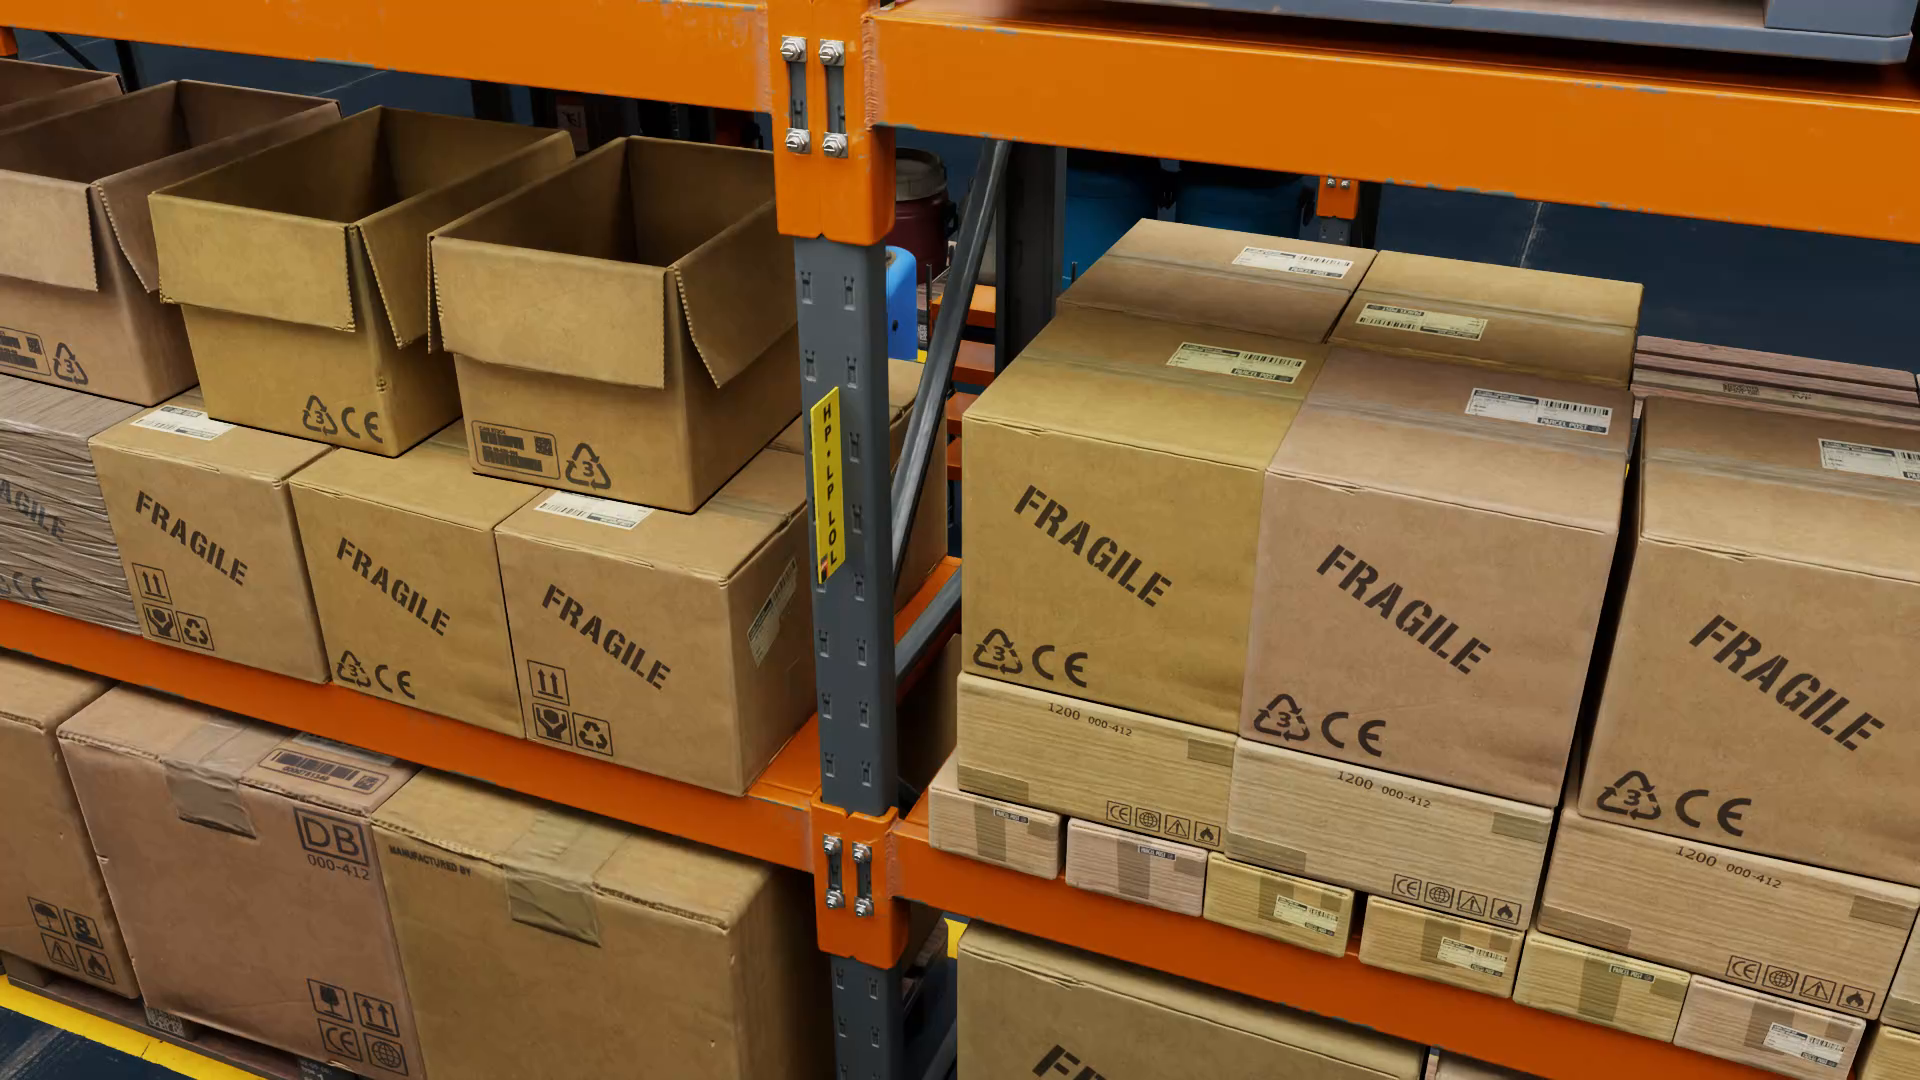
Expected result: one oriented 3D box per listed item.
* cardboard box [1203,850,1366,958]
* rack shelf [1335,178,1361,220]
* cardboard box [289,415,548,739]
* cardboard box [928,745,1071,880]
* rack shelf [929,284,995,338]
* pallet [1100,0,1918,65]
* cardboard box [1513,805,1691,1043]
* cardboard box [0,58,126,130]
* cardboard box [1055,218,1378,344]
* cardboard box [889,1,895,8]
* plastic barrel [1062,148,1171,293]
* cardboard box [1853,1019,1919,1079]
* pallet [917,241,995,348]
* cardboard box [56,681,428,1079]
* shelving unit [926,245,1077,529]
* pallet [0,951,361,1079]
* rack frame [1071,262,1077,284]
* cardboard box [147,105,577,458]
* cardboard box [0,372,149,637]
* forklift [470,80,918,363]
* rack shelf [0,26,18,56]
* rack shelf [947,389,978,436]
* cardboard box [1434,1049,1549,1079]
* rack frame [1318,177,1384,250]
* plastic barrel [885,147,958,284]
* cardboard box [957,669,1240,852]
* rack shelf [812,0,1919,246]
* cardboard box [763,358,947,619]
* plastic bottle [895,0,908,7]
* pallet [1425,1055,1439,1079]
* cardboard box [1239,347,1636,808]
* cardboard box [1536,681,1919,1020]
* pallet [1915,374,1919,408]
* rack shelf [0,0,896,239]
[{"bbox_3d":[0.615,0.544,2.994,0.250,0.149,0.380,12,32,21],"label":"cardboard box"},{"bbox_3d":[3.694,-1.444,6.987,4.000,0.370,1.077,11,31,19],"label":"rack shelf"},{"bbox_3d":[-1.014,0.031,3.544,0.500,0.500,0.500,12,32,21],"label":"cardboard box"},{"bbox_3d":[0.127,0.447,3.165,0.250,0.149,0.380,11,31,19],"label":"cardboard box"},{"bbox_3d":[0.153,-0.834,6.207,0.480,0.148,0.258,11,31,19],"label":"rack shelf"},{"bbox_3d":[0.733,-0.980,2.476,1.213,0.211,1.003,11,31,19],"label":"pallet"},{"bbox_3d":[1.097,0.639,2.826,0.250,0.149,0.380,11,31,18],"label":"cardboard box"},{"bbox_3d":[-2.454,-0.824,4.039,0.637,0.503,0.797,12,32,20],"label":"cardboard box"},{"bbox_3d":[0.505,-0.296,3.313,0.500,0.500,0.500,12,32,21],"label":"cardboard box"},{"bbox_3d":[-0.578,-4.339,13.176,0.500,0.311,0.500,12,32,20],"label":"cardboard box"},{"bbox_3d":[0.687,-1.636,8.301,0.708,0.901,0.600,11,31,19],"label":"plastic barrel"},{"bbox_3d":[1.572,0.735,2.657,0.250,0.149,0.380,10,31,18],"label":"cardboard box"},{"bbox_3d":[0.007,-1.300,8.835,1.213,0.211,1.003,11,31,19],"label":"pallet"},{"bbox_3d":[-1.451,0.600,4.373,0.875,0.875,1.225,10,31,17],"label":"cardboard box"},{"bbox_3d":[0.153,-0.492,6.401,0.503,1.200,0.258,11,31,19],"label":"shelving unit"},{"bbox_3d":[-1.899,1.012,4.745,1.213,0.211,1.003,11,31,19],"label":"pallet"},{"bbox_3d":[0.379,-0.447,6.321,0.015,1.200,0.240,11,31,19],"label":"rack frame"},{"bbox_3d":[-1.248,-0.595,3.634,0.637,0.503,0.797,12,32,20],"label":"cardboard box"},{"bbox_3d":[-1.963,-0.157,3.878,0.500,0.500,0.500,11,31,19],"label":"cardboard box"},{"bbox_3d":[-1.732,-1.443,6.324,3.031,2.935,1.130,6,30,11],"label":"forklift"},{"bbox_3d":[-3.719,-2.924,9.605,4.000,0.370,1.077,11,31,19],"label":"rack shelf"},{"bbox_3d":[0.153,-0.433,6.434,0.480,0.148,0.258,11,31,19],"label":"rack shelf"},{"bbox_3d":[1.394,1.199,3.313,0.875,0.875,0.875,11,31,19],"label":"cardboard box"},{"bbox_3d":[1.841,-2.127,7.464,0.127,3.000,1.000,11,31,19],"label":"rack frame"},{"bbox_3d":[-0.360,-1.708,8.748,0.708,0.588,0.600,11,31,19],"label":"plastic barrel"},{"bbox_3d":[0.315,0.274,3.067,0.500,0.250,0.500,11,31,18],"label":"cardboard box"},{"bbox_3d":[1.832,-0.491,2.253,4.000,0.370,1.077,11,31,19],"label":"rack shelf"},{"bbox_3d":[-0.354,-0.111,3.796,0.500,0.500,0.500,11,31,19],"label":"cardboard box"},{"bbox_3d":[-0.272,-2.724,8.640,0.133,0.283,0.061,11,31,19],"label":"plastic bottle"},{"bbox_3d":[0.654,1.522,3.843,1.213,0.211,1.003,11,31,19],"label":"pallet"},{"bbox_3d":[0.779,0.041,2.718,0.500,0.500,0.500,11,31,19],"label":"cardboard box"},{"bbox_3d":[1.256,0.461,2.736,0.500,0.250,0.500,12,32,20],"label":"cardboard box"},{"bbox_3d":[4.797,-0.343,7.142,1.213,0.211,1.003,11,31,19],"label":"pallet"},{"bbox_3d":[-1.875,-1.231,3.562,4.000,0.370,1.077,11,31,19],"label":"rack shelf"}]
